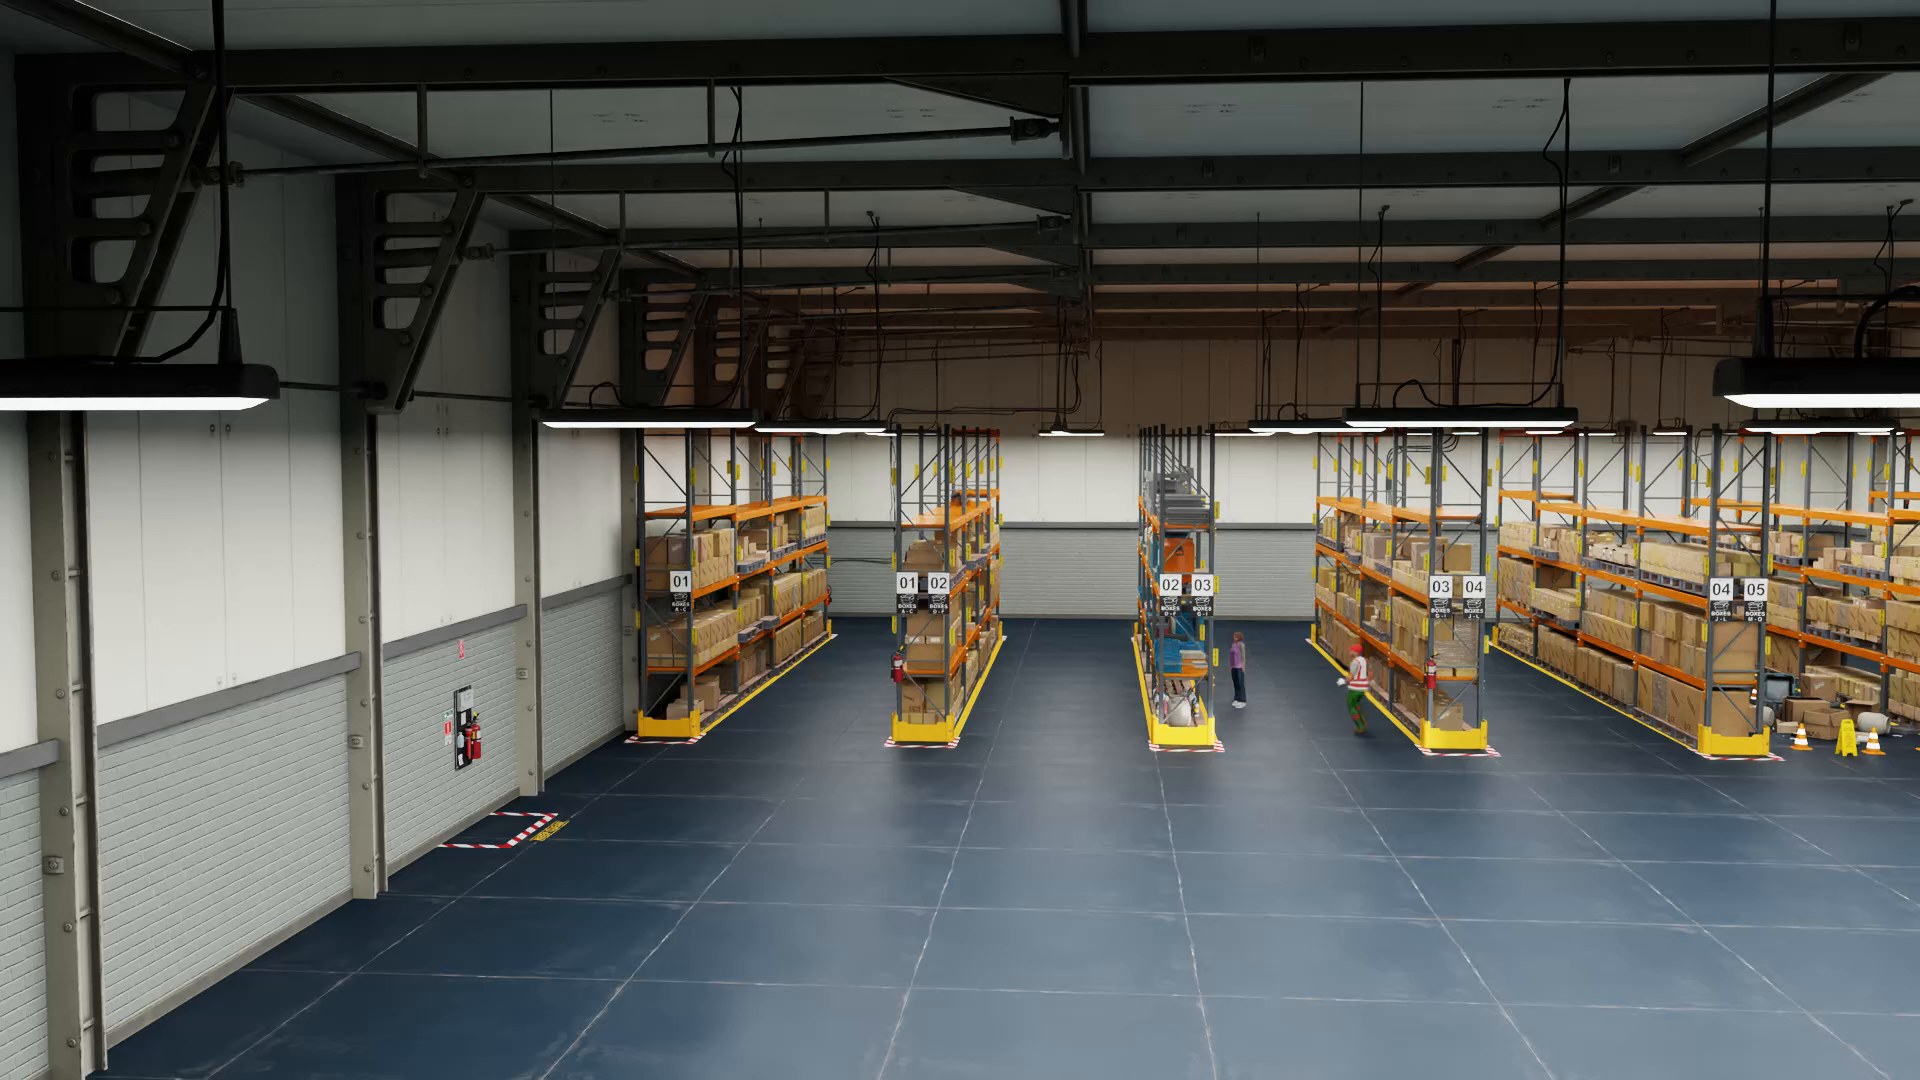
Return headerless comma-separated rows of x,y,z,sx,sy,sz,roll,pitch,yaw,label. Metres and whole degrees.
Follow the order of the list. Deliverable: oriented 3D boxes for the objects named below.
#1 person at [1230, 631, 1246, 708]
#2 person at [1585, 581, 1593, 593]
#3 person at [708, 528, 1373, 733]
5.938,2.812,35.598,0.370,1.504,0.511,-2,4,-25,person
18.095,1.979,47.817,0.878,1.637,0.484,-1,4,-12,person
1.316,1.749,33.967,10.456,3.796,9.432,-2,4,-29,person
